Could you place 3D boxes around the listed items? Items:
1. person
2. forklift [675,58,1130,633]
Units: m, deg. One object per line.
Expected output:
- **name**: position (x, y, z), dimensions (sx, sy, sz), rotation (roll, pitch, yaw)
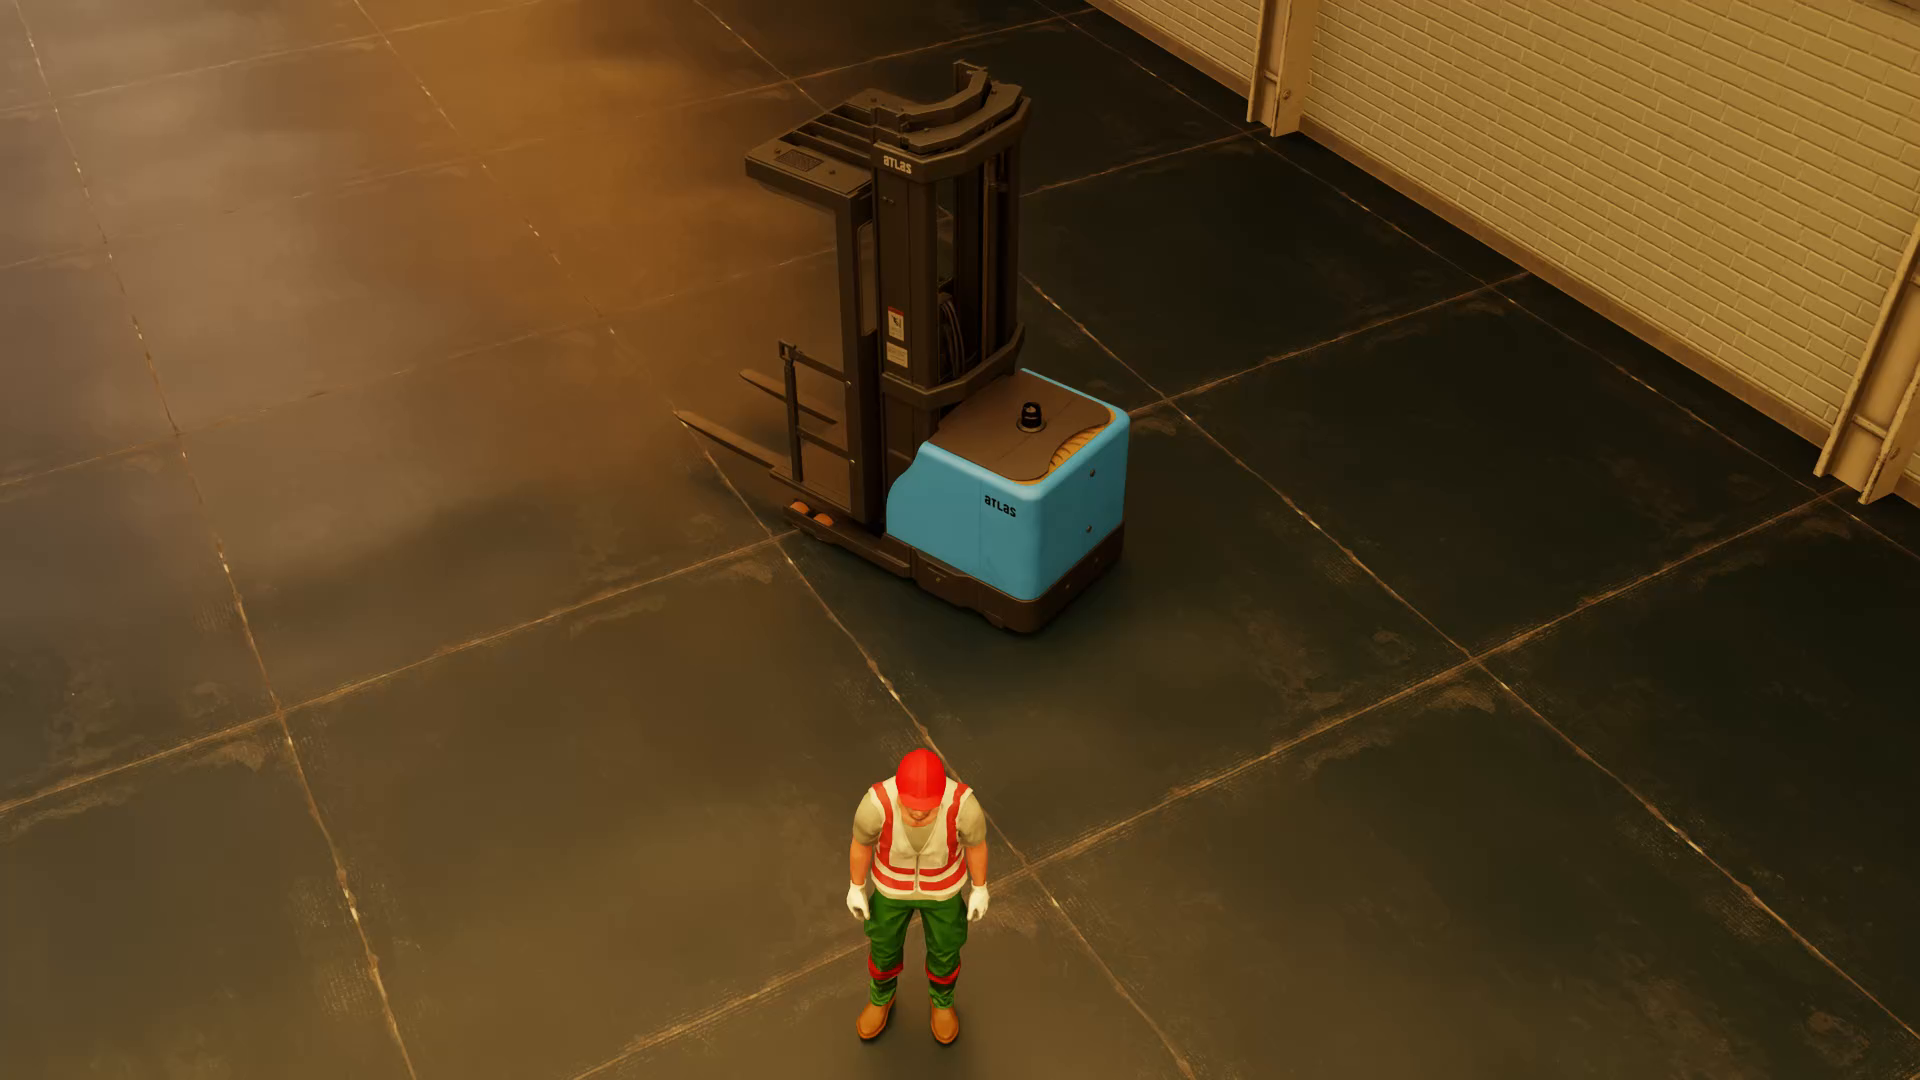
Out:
- **person**: position (-0.182, 1.506, 7.124), dimensions (0.623, 1.780, 0.448), rotation (2, 40, 2)
- **forklift**: position (-0.481, -1.366, 9.683), dimensions (3.031, 2.935, 1.130), rotation (26, 46, 28)
